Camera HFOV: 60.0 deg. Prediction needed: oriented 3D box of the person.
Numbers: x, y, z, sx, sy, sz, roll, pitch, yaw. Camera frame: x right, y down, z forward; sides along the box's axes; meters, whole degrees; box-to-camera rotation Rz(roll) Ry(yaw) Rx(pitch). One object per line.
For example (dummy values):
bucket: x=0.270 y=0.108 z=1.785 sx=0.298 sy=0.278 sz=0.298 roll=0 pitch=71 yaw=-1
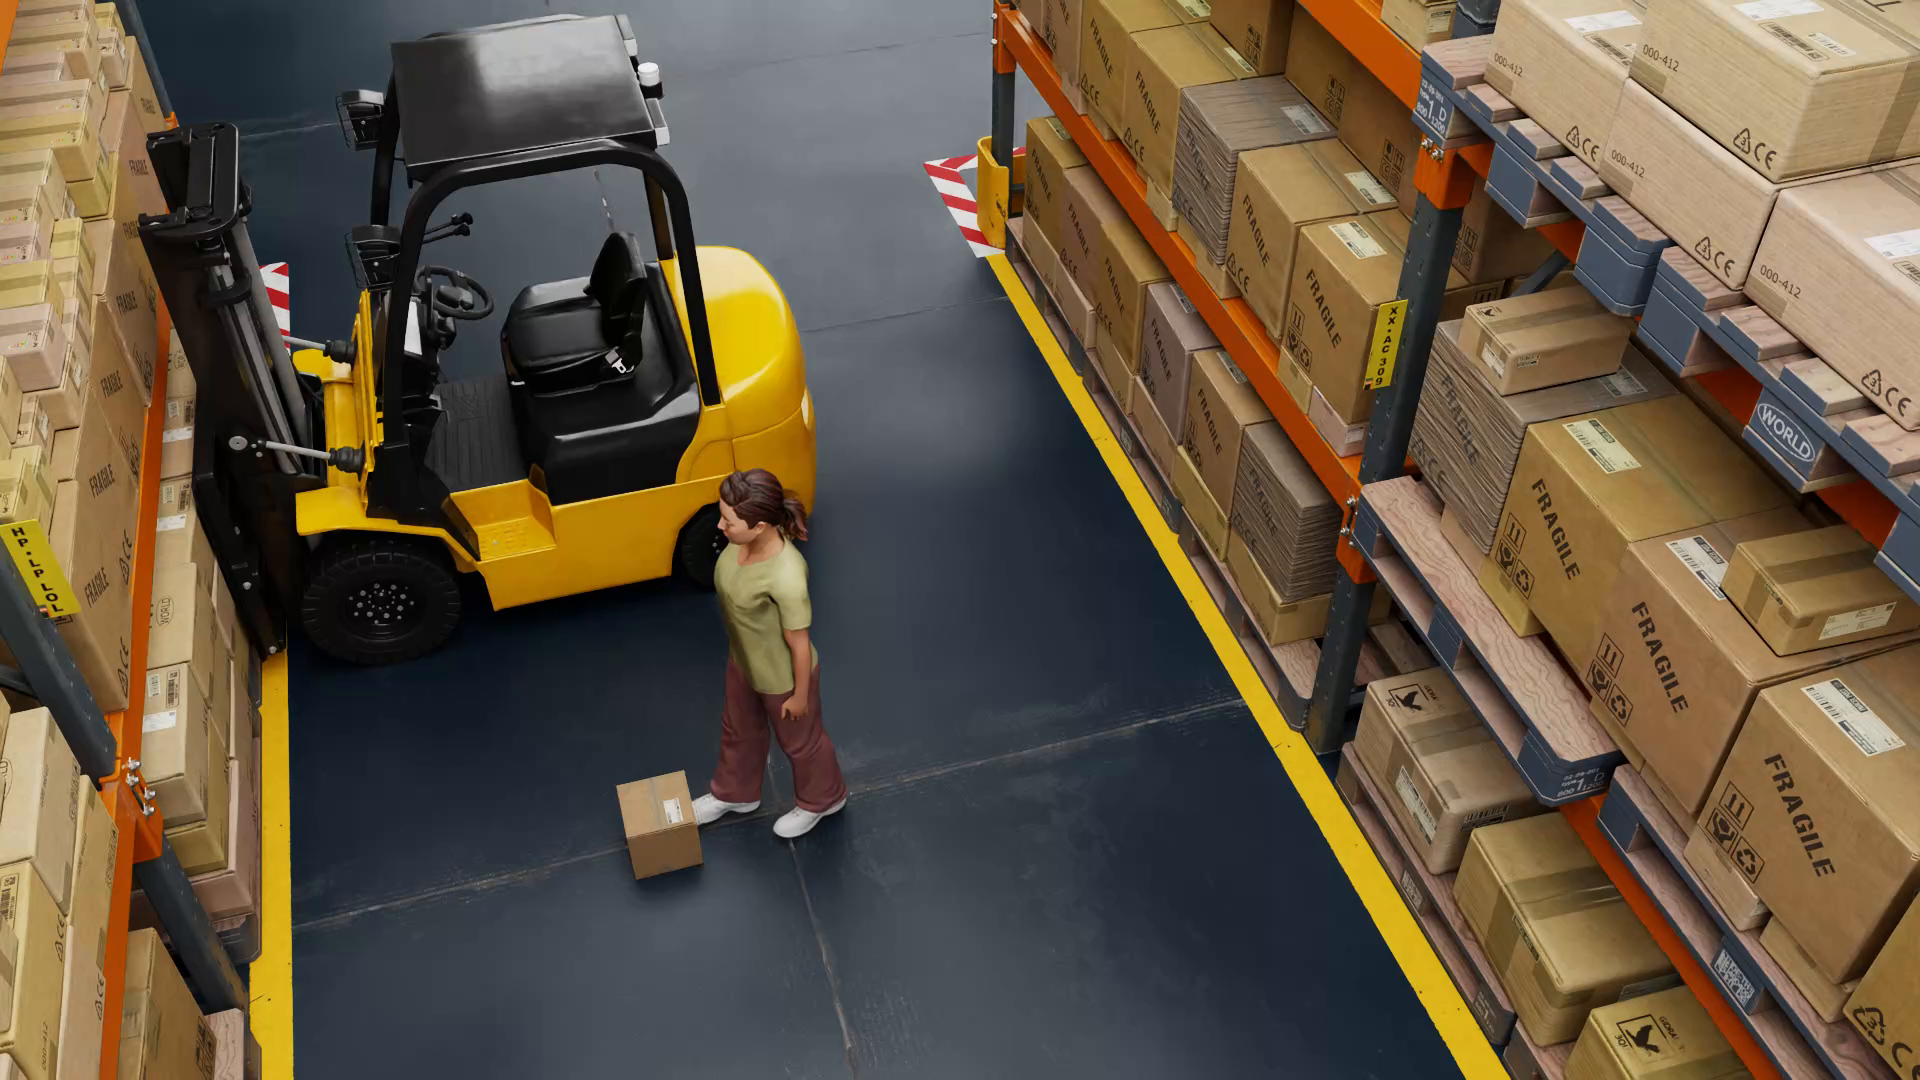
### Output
person: x=-0.712 y=0.441 z=5.666 sx=0.592 sy=1.672 sz=0.457 roll=-20 pitch=46 yaw=-20
